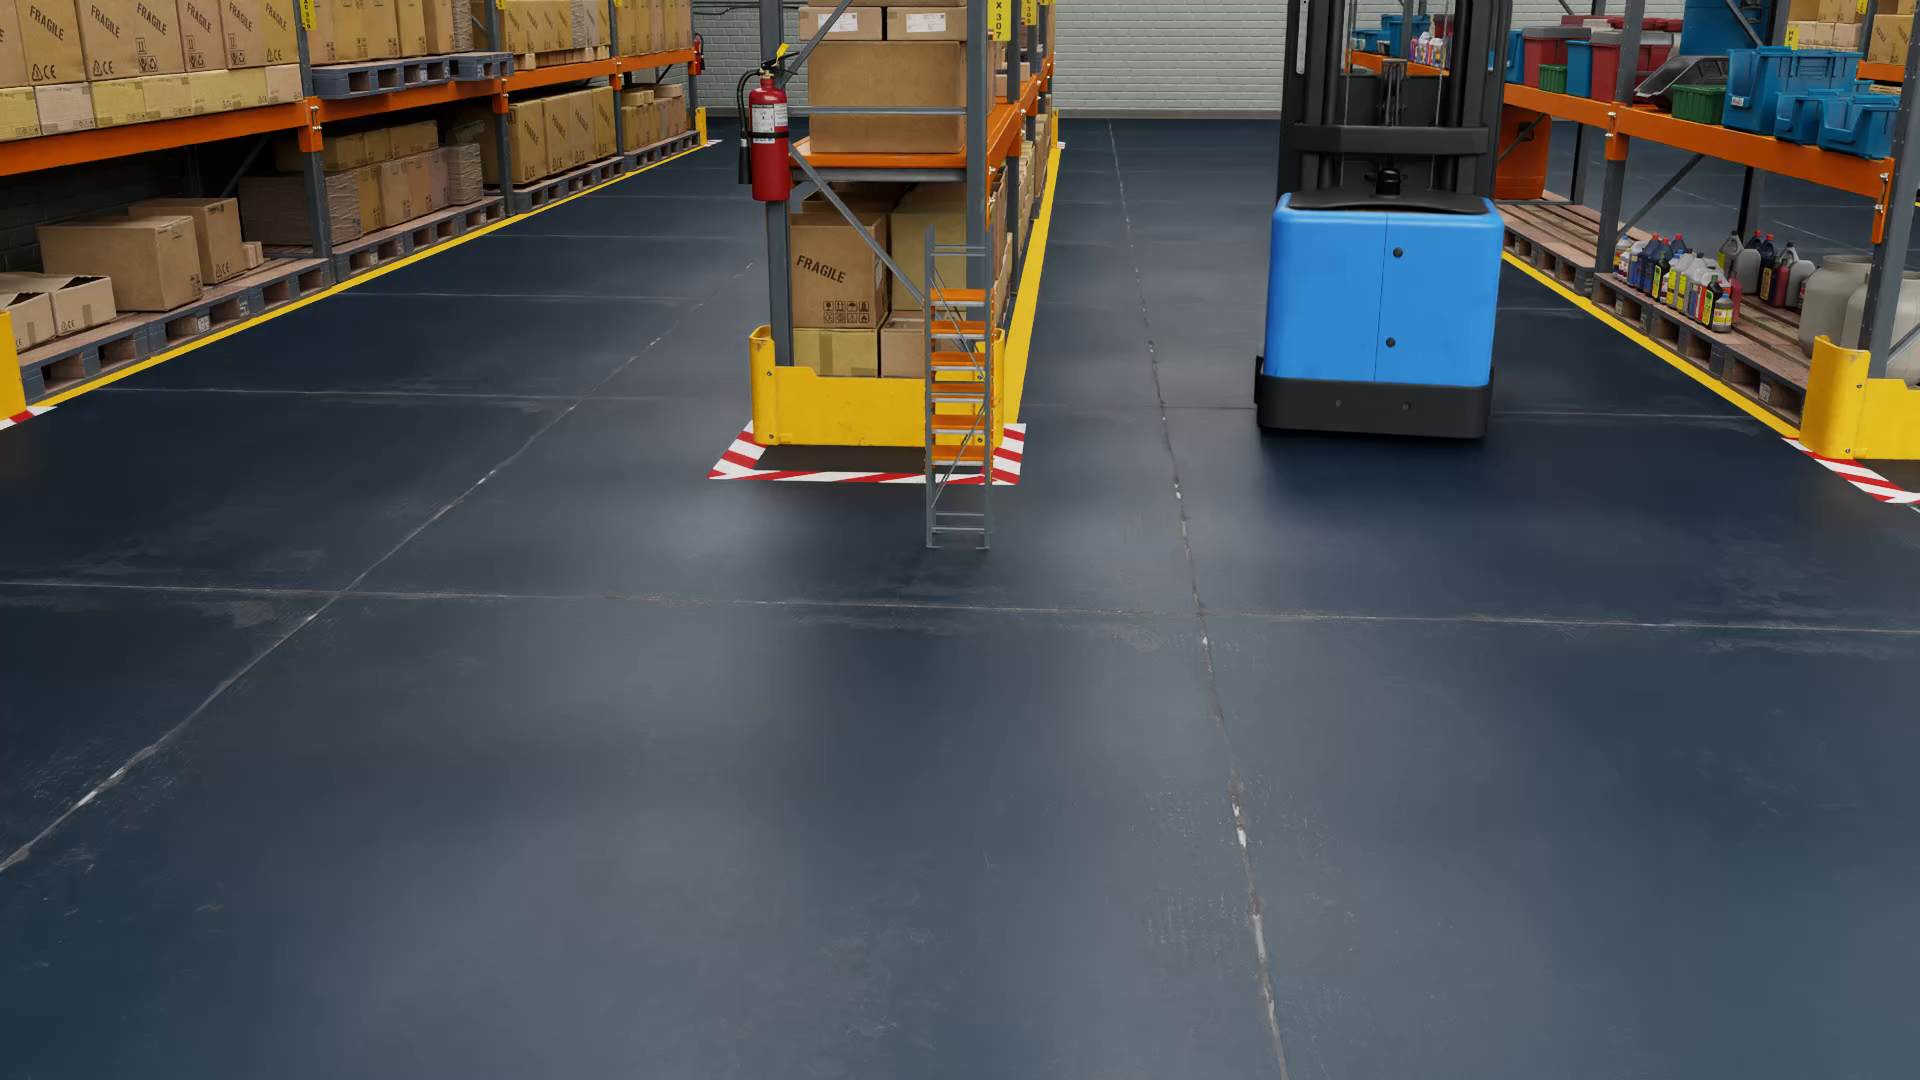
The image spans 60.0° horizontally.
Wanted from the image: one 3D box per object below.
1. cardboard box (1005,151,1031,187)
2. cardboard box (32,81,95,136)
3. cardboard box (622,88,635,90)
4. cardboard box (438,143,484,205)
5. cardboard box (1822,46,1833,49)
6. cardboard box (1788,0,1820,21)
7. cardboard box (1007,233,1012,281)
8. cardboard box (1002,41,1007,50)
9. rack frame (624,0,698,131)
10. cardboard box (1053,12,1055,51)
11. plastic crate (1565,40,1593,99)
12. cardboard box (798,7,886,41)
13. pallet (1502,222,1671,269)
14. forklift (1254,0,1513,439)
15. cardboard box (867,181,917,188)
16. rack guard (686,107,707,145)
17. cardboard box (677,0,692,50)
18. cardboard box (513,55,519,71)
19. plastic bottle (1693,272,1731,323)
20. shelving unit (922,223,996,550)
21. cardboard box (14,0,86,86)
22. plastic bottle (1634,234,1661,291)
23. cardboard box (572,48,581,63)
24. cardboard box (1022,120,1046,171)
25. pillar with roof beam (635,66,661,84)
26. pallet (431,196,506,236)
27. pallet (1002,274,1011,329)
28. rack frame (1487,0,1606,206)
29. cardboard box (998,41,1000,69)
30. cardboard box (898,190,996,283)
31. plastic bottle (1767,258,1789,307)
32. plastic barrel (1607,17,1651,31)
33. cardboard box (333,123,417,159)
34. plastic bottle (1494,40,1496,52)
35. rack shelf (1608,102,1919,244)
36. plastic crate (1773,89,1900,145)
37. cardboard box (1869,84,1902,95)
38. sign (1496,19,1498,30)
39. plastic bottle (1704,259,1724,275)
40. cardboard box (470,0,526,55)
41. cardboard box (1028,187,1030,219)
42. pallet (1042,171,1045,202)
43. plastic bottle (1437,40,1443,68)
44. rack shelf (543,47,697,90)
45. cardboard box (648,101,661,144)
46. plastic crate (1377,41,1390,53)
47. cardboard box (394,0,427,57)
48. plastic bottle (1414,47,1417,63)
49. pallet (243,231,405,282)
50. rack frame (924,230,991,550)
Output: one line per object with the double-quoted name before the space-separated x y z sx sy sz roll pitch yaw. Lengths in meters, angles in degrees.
"cardboard box" 0.331 -3.079 13.843 0.500 0.311 0.500 1 18 4
"cardboard box" -4.947 -2.275 8.758 0.500 0.250 0.500 1 18 2
"cardboard box" -4.405 -5.750 21.452 0.380 0.149 0.250 1 18 4
"cardboard box" -4.748 -3.312 15.021 0.700 0.500 0.500 2 18 5
"cardboard box" 10.092 -5.568 19.003 0.380 0.149 0.250 1 18 3
"cardboard box" 10.276 -6.635 20.415 0.500 0.500 0.500 1 18 2
"cardboard box" 0.091 -1.908 11.169 0.500 0.250 0.500 1 18 4
"cardboard box" 0.126 -4.851 15.576 0.700 0.500 0.500 -5 19 -15
"rack frame" -4.175 -7.000 22.969 1.000 3.000 0.127 1 18 4
"cardboard box" 0.972 -6.632 21.684 0.500 0.500 0.500 1 18 4
"plastic crate" 4.615 -3.394 11.989 0.392 0.384 0.575 1 18 4
"cardboard box" -0.543 -2.400 7.728 0.380 0.149 0.250 1 18 3
"pallet" 4.949 -2.352 13.261 1.003 0.211 1.213 1 18 4
"forklift" 2.239 -2.277 8.665 1.130 2.935 3.031 4 19 12
"cardboard box" -0.511 -1.965 10.141 0.500 0.500 0.500 1 18 4
"rack guard" -4.173 -5.820 23.381 1.175 0.500 0.348 1 18 4
"cardboard box" -4.201 -6.984 22.438 0.980 0.700 0.700 2 18 6
"cardboard box" -4.467 -4.581 15.957 0.380 0.149 0.250 2 18 5
"plastic bottle" 4.300 -1.382 9.492 0.152 0.276 0.135 1 18 4
"shelving unit" -0.001 -0.566 6.222 0.258 1.200 0.189 1 18 4
"cardboard box" -4.942 -2.620 8.607 0.500 0.500 0.500 1 18 4
"plastic bottle" 4.375 -1.761 10.527 0.144 0.351 0.185 2 18 5
"cardboard box" -4.305 -5.220 17.909 0.380 0.149 0.250 1 18 4
"cardboard box" 0.650 -4.201 17.734 0.500 0.500 0.500 2 18 5
"pillar with roof beam" -0.550 -10.613 24.360 9.100 9.000 0.400 1 18 4
"pallet" -4.806 -2.948 15.080 1.003 0.211 1.213 1 18 4
"pallet" -0.193 -1.593 10.944 1.003 0.211 1.213 1 18 4
"rack frame" 5.133 -4.294 14.711 1.000 3.000 0.127 1 18 4
"cardboard box" 0.051 -3.769 12.946 0.500 0.500 0.500 1 18 4
"cardboard box" -0.063 -1.643 9.157 0.500 0.500 0.500 1 18 4
"plastic bottle" 4.929 -1.556 10.009 0.061 0.283 0.133 1 18 4
"plastic barrel" 5.217 -3.771 12.896 0.433 0.535 0.433 0 18 0
"cardboard box" -4.883 -3.333 13.880 0.500 0.250 0.500 1 18 4
"plastic bottle" 5.516 -5.031 17.166 0.097 0.271 0.097 0 18 0
"rack shelf" 4.703 -2.089 9.136 1.077 0.370 4.000 1 18 4
"plastic crate" 4.349 -2.103 8.262 0.499 0.251 0.408 1 18 4
"cardboard box" 10.334 -4.417 17.823 1.225 0.875 0.875 1 18 4
"sign" 5.969 -5.655 18.420 0.100 0.325 0.005 1 18 4
"plastic bottle" 4.480 -1.539 9.971 0.152 0.276 0.135 1 18 4
"cardboard box" -4.458 -4.859 15.764 0.500 0.500 0.500 2 18 6
"cardboard box" 0.326 -2.814 13.934 0.500 0.250 0.500 2 18 5
"pallet" 0.374 -3.690 17.345 1.003 0.211 1.213 1 18 4
"plastic bottle" 4.881 -4.915 16.812 0.097 0.271 0.097 0 18 0
"rack shelf" -4.318 -6.037 21.185 1.077 0.370 4.000 1 18 4
"cardboard box" -4.227 -5.315 21.165 0.700 0.500 0.500 2 18 5
"plastic crate" 5.245 -5.987 20.205 0.293 0.136 0.466 1 18 4
"cardboard box" -4.839 -4.238 13.673 0.700 0.500 0.500 1 18 4
"plastic bottle" 4.969 -5.260 17.978 0.097 0.201 0.097 0 18 0
"pallet" -4.981 -2.190 12.767 1.003 0.211 1.213 1 18 4
"rack frame" -0.008 -0.537 6.136 0.240 1.200 0.006 1 18 4
